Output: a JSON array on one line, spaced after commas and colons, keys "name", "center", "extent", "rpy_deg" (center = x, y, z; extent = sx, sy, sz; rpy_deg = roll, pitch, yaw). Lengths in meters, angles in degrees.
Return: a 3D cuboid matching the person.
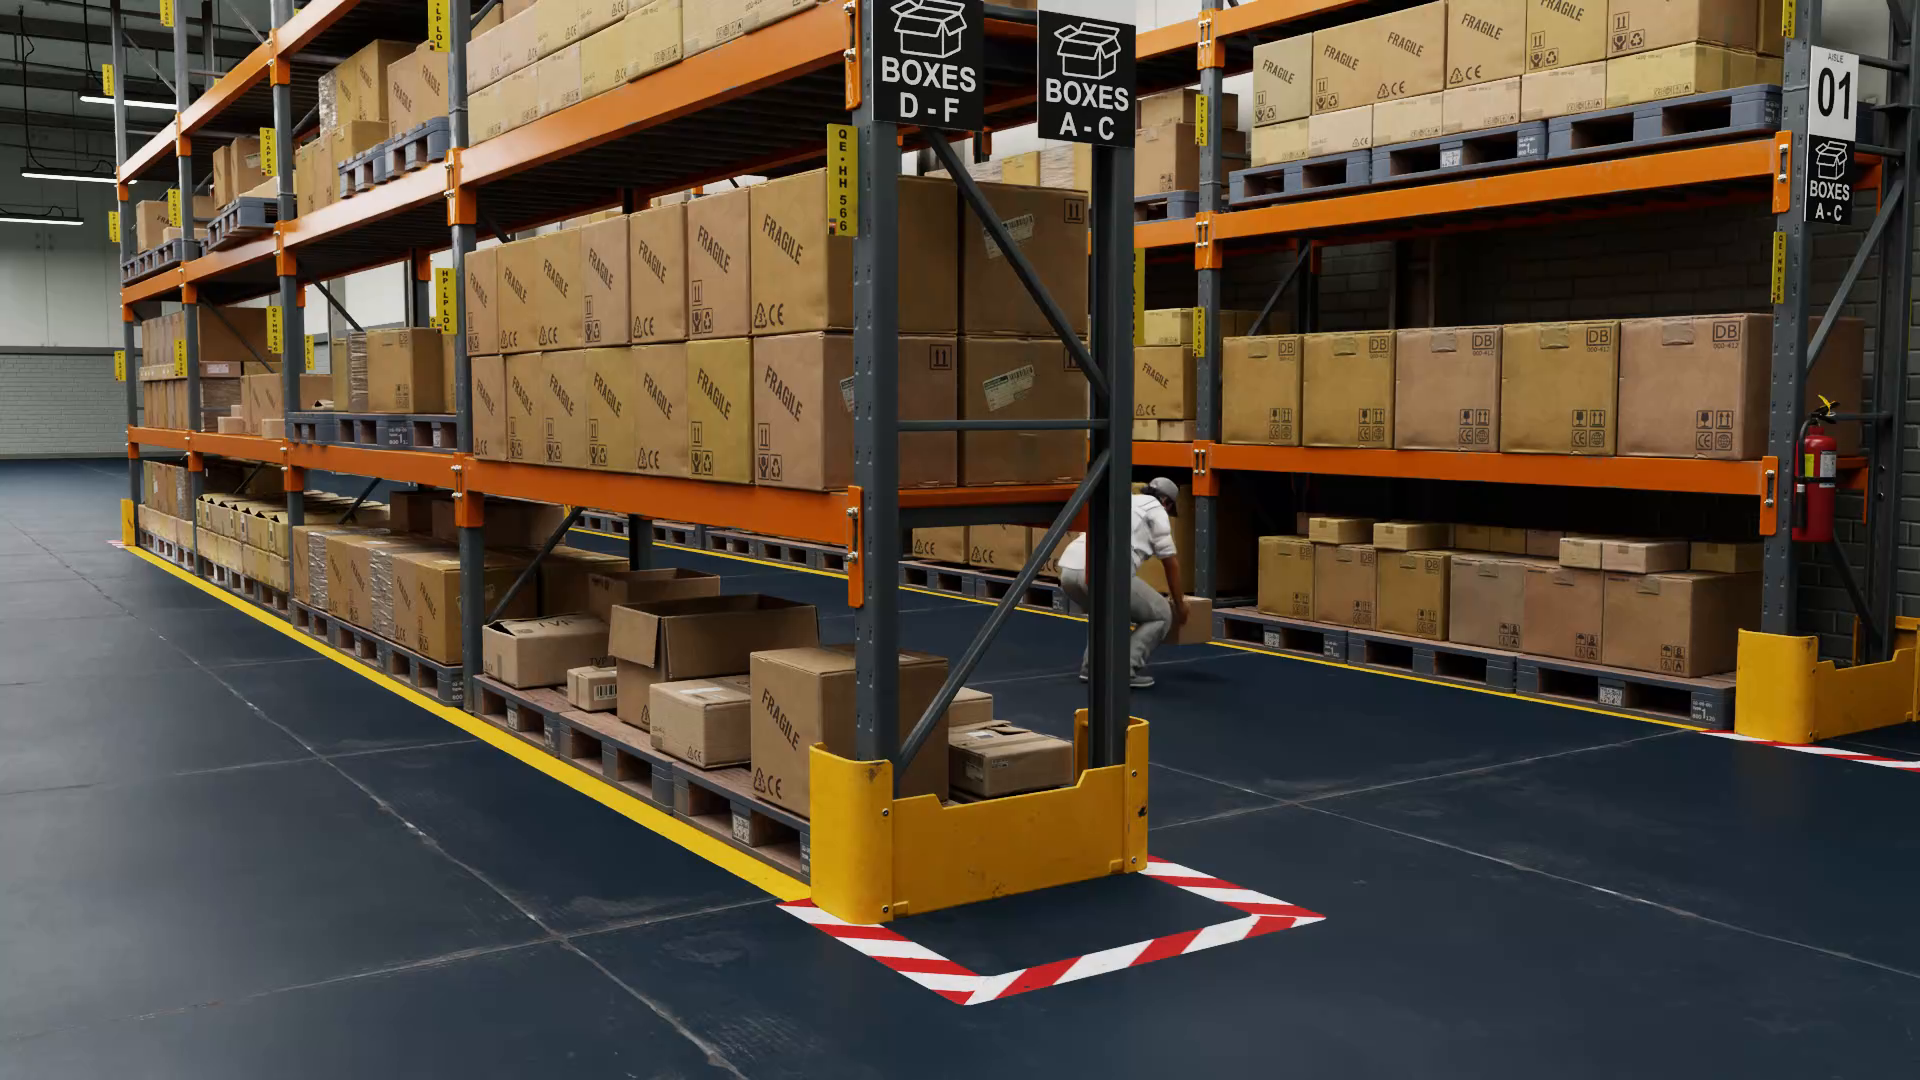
[{"name": "person", "center": [0.927, 0.232, 9.375], "extent": [0.817, 1.158, 0.539], "rpy_deg": [-3, 6, -34]}]
